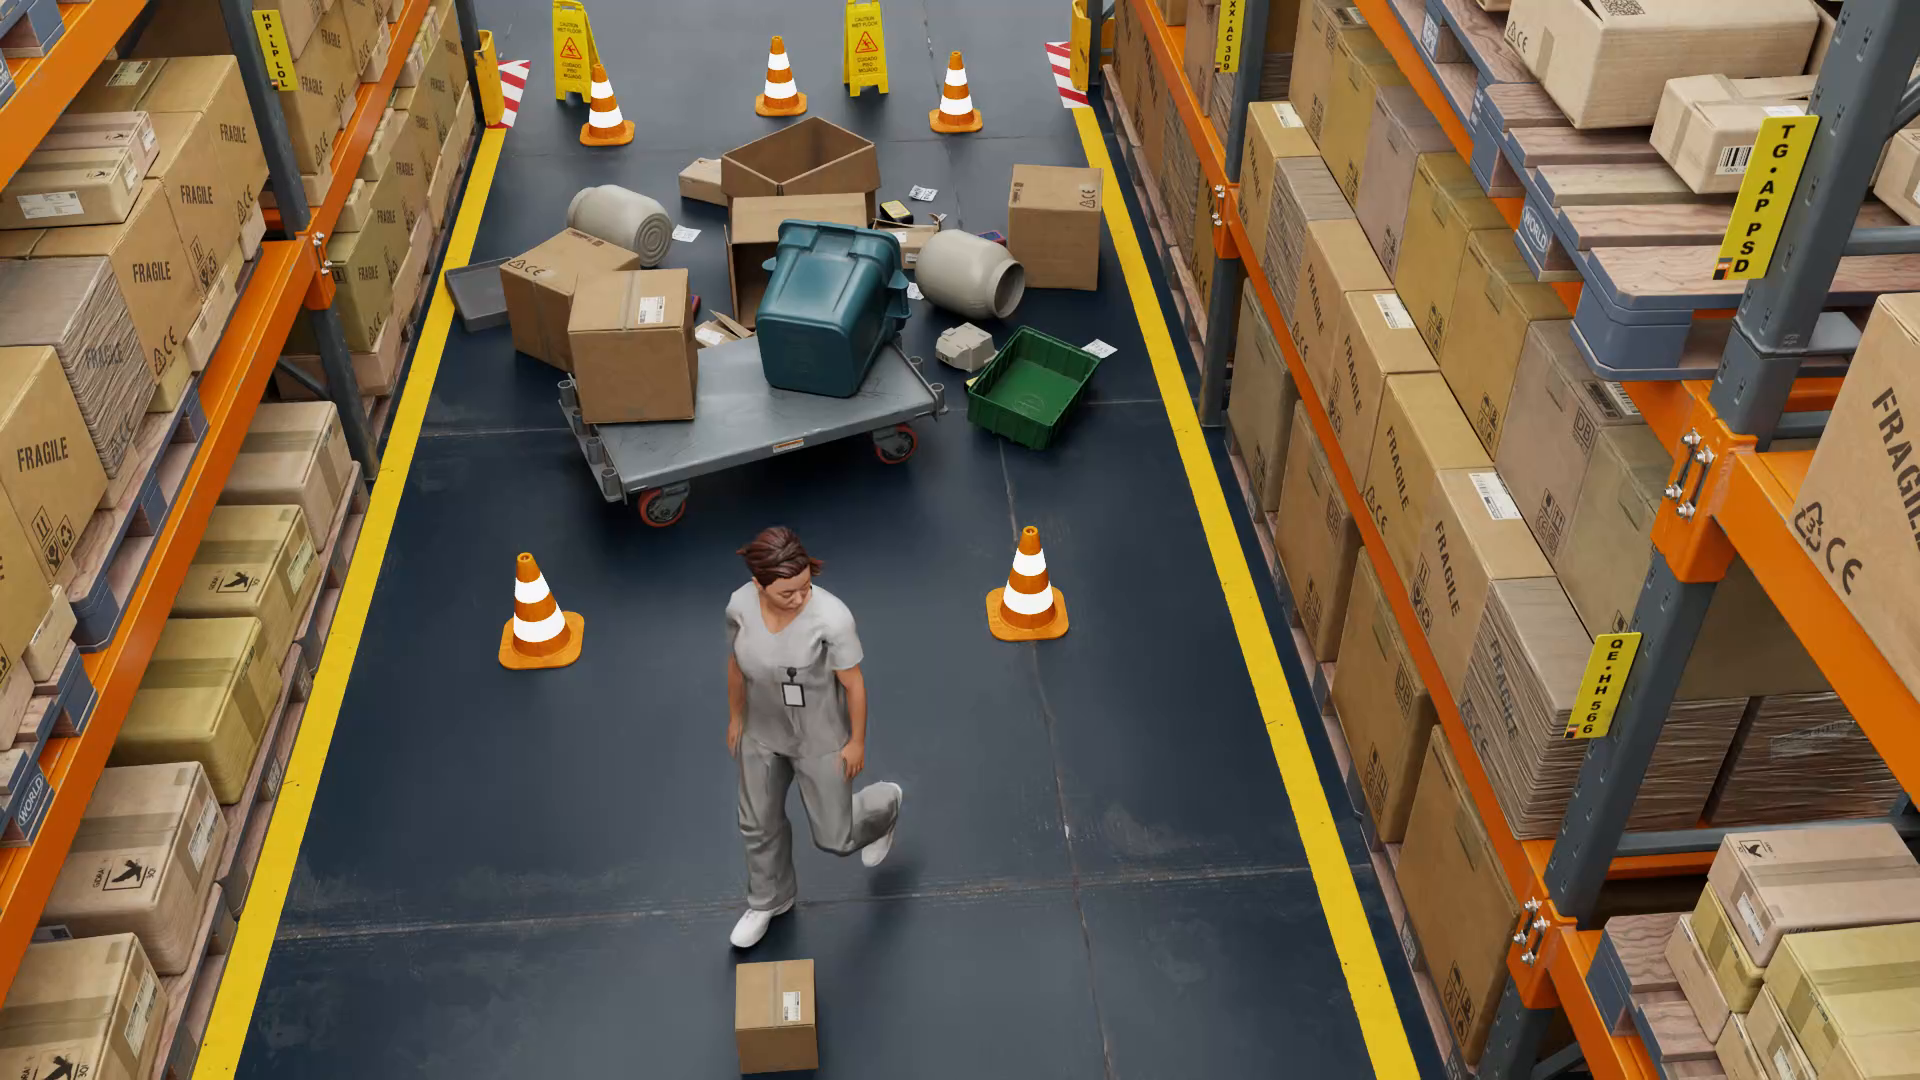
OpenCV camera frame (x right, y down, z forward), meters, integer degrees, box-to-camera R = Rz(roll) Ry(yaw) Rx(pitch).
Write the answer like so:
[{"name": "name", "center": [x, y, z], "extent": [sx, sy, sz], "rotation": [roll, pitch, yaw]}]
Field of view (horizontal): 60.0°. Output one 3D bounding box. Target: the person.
[{"name": "person", "center": [-0.519, 0.604, 5.403], "extent": [0.481, 1.664, 0.701], "rotation": [16, 42, 18]}]
